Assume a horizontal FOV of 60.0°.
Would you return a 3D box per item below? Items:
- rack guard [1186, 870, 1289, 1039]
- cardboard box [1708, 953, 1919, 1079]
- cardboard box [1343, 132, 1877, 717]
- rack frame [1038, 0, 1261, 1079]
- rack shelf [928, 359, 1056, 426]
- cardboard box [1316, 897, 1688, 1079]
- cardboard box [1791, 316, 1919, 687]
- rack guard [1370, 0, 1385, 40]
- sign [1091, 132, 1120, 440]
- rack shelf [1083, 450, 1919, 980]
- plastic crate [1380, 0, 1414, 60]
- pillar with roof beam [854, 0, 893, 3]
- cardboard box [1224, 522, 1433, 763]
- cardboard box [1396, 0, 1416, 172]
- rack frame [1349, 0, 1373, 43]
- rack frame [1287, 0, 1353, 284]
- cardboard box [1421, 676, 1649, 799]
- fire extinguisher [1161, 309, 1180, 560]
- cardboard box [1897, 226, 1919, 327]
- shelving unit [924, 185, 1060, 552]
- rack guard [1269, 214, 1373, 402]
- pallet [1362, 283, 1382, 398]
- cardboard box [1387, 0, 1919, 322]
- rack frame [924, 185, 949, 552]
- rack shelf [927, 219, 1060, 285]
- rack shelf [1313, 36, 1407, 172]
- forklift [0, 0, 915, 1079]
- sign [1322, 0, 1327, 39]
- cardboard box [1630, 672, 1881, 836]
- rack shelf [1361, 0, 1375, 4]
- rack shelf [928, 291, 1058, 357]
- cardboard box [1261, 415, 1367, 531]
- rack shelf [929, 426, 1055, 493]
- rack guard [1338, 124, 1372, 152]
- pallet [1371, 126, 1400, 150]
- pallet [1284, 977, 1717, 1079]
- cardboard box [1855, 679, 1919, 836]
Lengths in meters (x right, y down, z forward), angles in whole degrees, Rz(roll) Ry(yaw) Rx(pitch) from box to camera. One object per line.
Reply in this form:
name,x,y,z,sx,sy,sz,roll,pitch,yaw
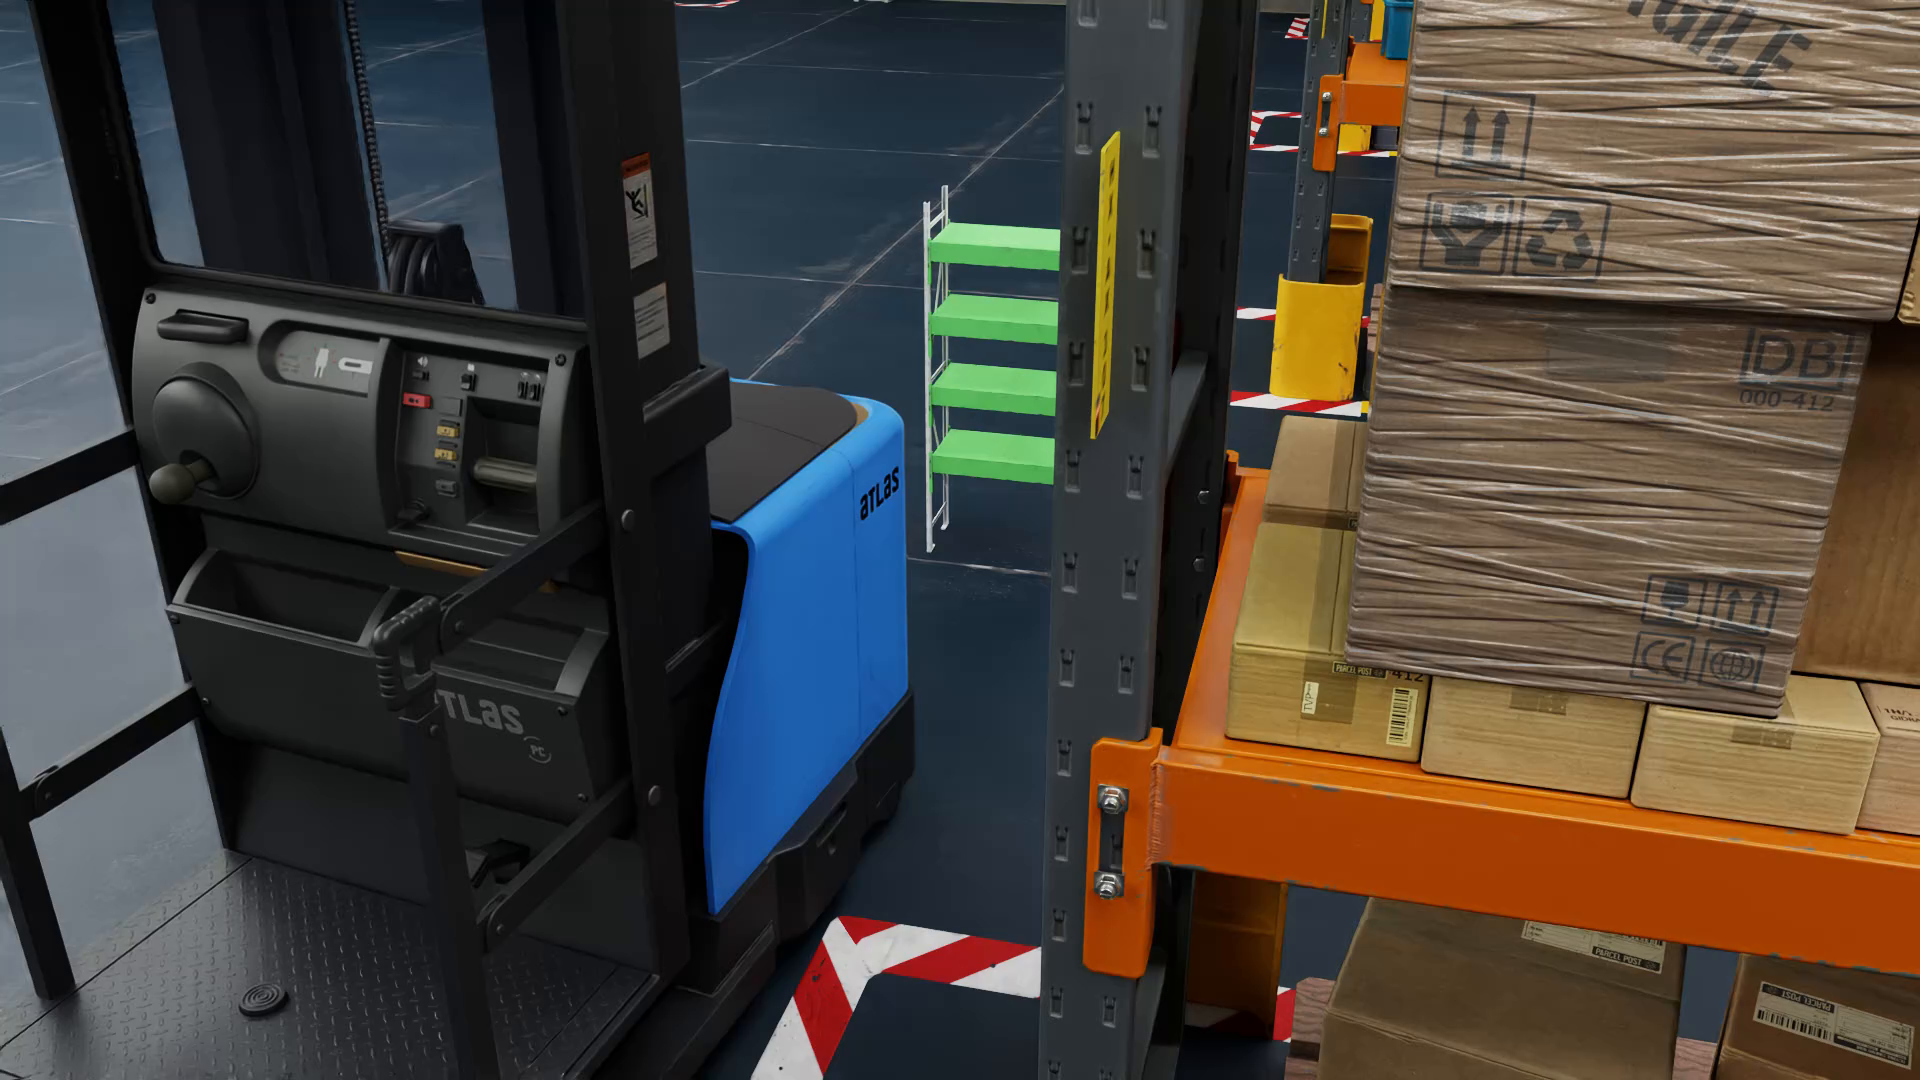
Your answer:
rack guard,0.370,1.023,3.020,0.348,0.500,1.175,6,26,13
cardboard box,1.484,0.949,2.687,0.500,0.500,0.500,14,29,26
cardboard box,0.822,-0.223,2.267,0.500,0.500,0.875,6,26,13
rack frame,0.296,-0.114,2.500,0.127,3.000,1.000,6,26,13
rack shelf,0.160,-0.466,5.482,0.480,0.148,0.258,6,26,13
cardboard box,0.897,0.899,2.792,0.500,0.500,0.500,11,28,23
cardboard box,1.336,-0.219,2.259,0.500,0.500,0.875,6,26,13
rack guard,4.071,-5.164,16.014,0.348,0.500,1.175,6,26,13
sign,0.161,-0.279,1.839,0.005,0.325,0.100,6,26,13
rack shelf,2.233,0.425,2.205,4.000,0.370,1.077,6,26,13
plastic crate,2.089,-2.180,7.012,0.616,0.251,0.499,6,26,13
pillar with roof beam,-1.993,-8.144,12.388,0.400,9.000,9.100,6,26,13
cardboard box,0.513,0.129,2.281,0.250,0.149,0.380,6,26,13
cardboard box,0.890,-0.789,2.292,0.500,0.500,0.500,6,26,13
rack frame,2.767,-4.238,11.161,0.127,3.000,1.000,6,26,13
rack frame,1.530,-2.176,6.831,0.127,3.000,1.000,6,26,13
cardboard box,0.750,0.164,2.208,0.250,0.149,0.380,6,26,13
fire extinguisher,0.300,-0.283,2.945,0.183,0.674,0.296,6,26,13
cardboard box,1.243,-0.516,1.719,0.500,0.500,0.500,6,26,13
shelving unit,0.160,-0.524,5.455,0.503,1.200,0.258,6,26,13
rack guard,1.615,-1.059,7.392,0.348,0.500,1.175,6,26,13
pallet,2.401,-0.839,7.267,1.213,0.211,1.003,6,26,13
cardboard box,0.761,-0.572,1.837,0.500,0.500,0.500,6,26,13
rack frame,-0.076,-0.550,5.510,0.015,1.200,0.240,6,26,13
rack shelf,0.160,-0.900,5.276,0.480,0.148,0.258,6,26,13
rack shelf,3.467,-1.637,6.536,4.000,0.370,1.077,6,26,13
forklift,-1.146,-0.176,2.709,1.130,2.935,3.031,10,27,20
sign,1.389,-2.072,6.291,0.005,0.325,0.100,6,26,13
cardboard box,0.989,0.197,2.139,0.250,0.149,0.380,6,26,13
rack shelf,4.704,-3.699,10.866,4.000,0.370,1.077,6,26,13
rack shelf,0.160,-0.683,5.379,0.480,0.148,0.258,6,26,13
cardboard box,0.624,-0.056,2.670,0.250,0.149,0.380,6,26,13
rack shelf,0.160,-0.250,5.585,0.480,0.148,0.258,6,26,13
rack guard,2.744,-3.112,11.704,0.348,0.500,1.175,6,26,13
pallet,3.518,-2.914,11.625,1.213,0.211,1.003,6,26,13
pallet,1.148,1.255,2.868,1.213,0.211,1.003,6,26,13
cardboard box,1.236,0.215,2.101,0.250,0.149,0.380,6,26,13
